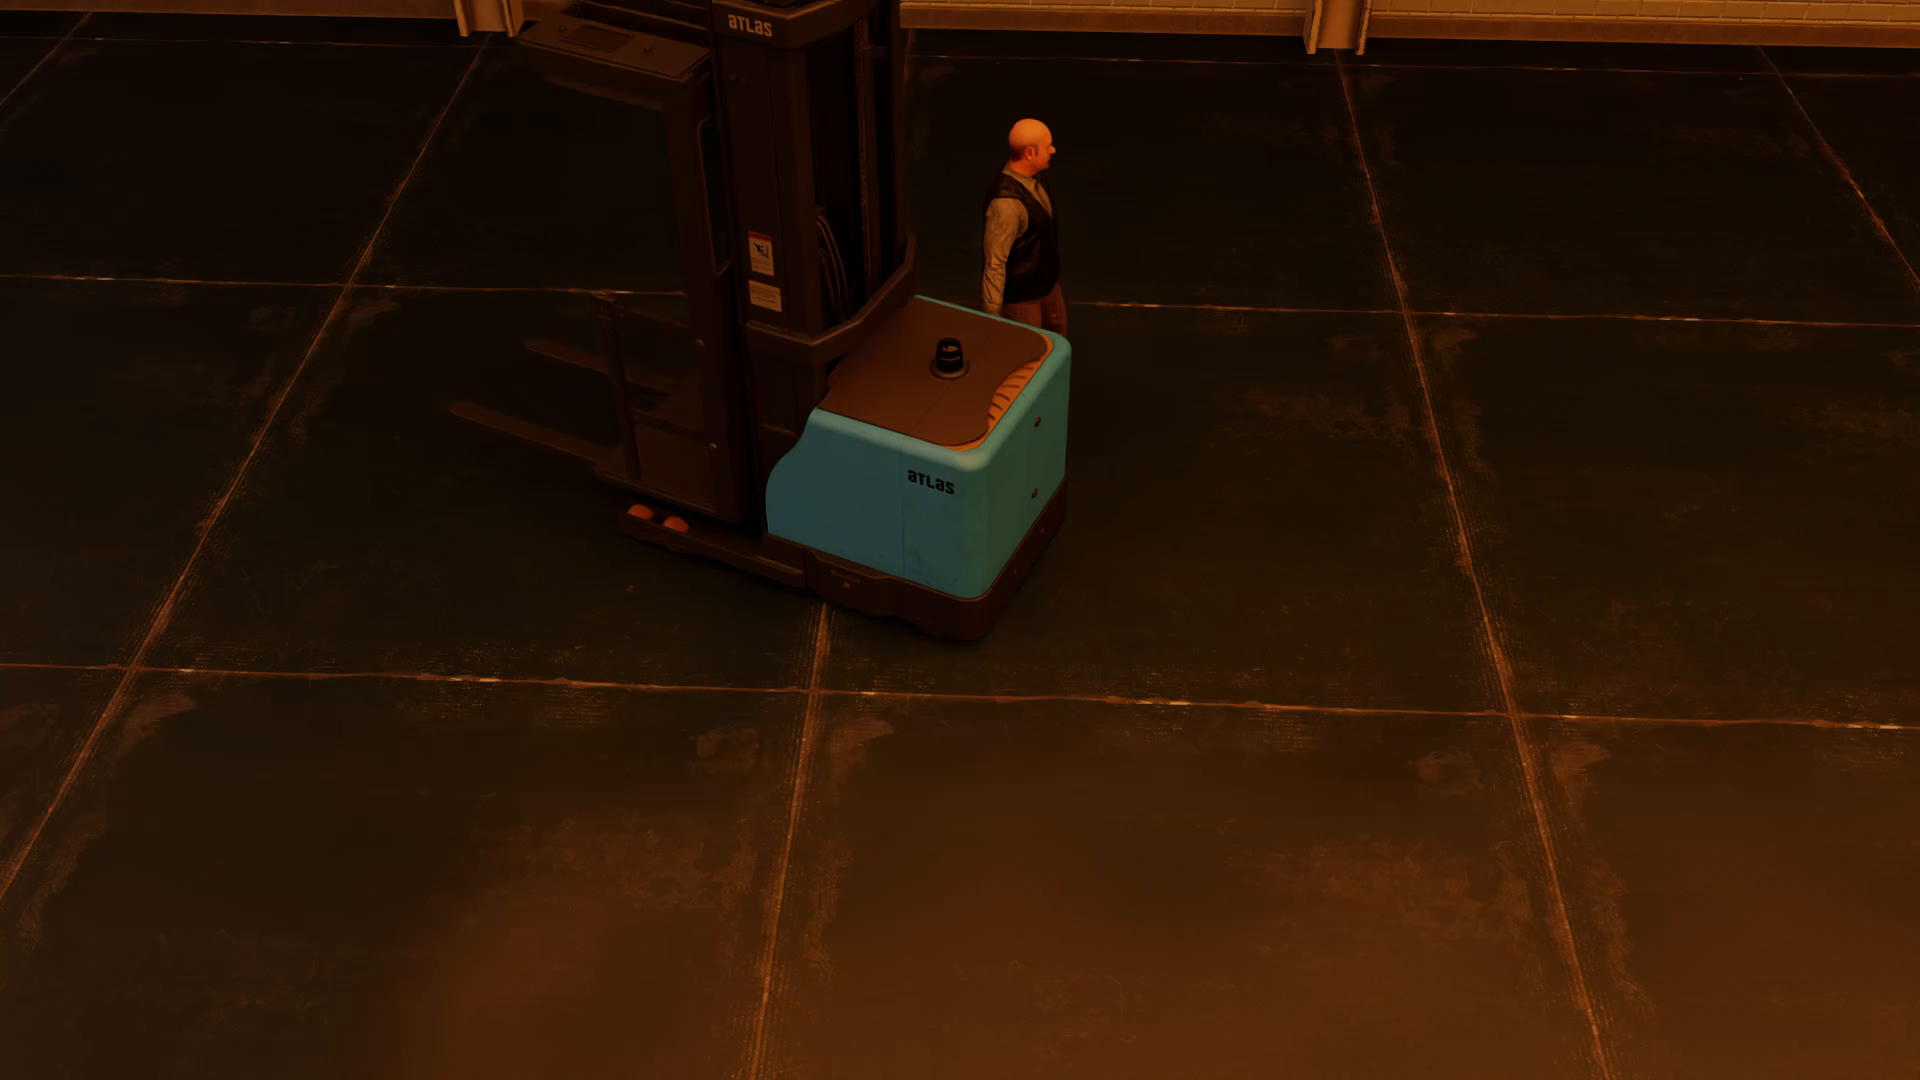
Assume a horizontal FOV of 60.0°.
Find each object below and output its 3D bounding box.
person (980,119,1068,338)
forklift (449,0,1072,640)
[{"bbox_3d":[0.275,-1.204,8.041,0.394,1.702,0.815,13,44,14],"label":"person"},{"bbox_3d":[-1.050,-1.329,7.198,3.031,2.935,1.130,18,45,19],"label":"forklift"}]
